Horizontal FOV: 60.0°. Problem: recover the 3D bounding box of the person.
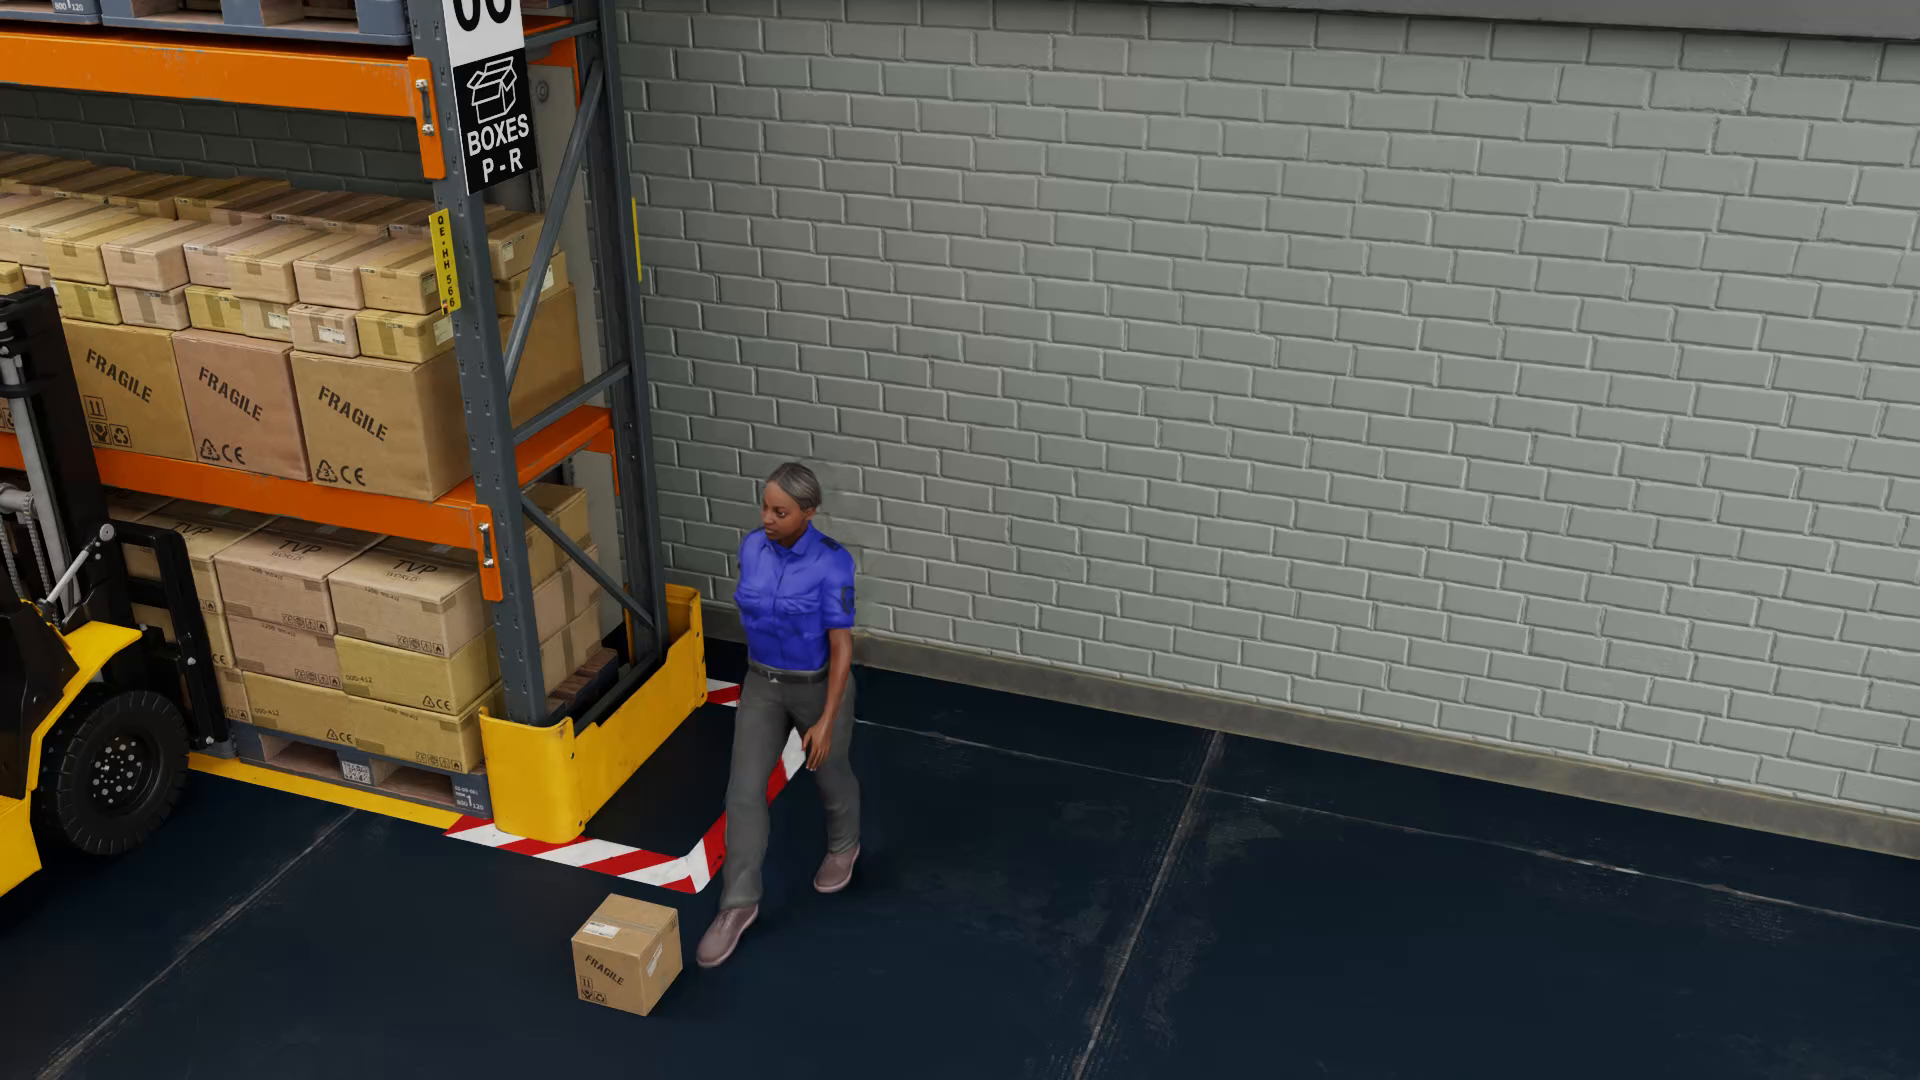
[{"bbox_3d":[-0.571,0.556,5.455,0.461,1.661,0.748,9,27,18],"label":"person"}]
